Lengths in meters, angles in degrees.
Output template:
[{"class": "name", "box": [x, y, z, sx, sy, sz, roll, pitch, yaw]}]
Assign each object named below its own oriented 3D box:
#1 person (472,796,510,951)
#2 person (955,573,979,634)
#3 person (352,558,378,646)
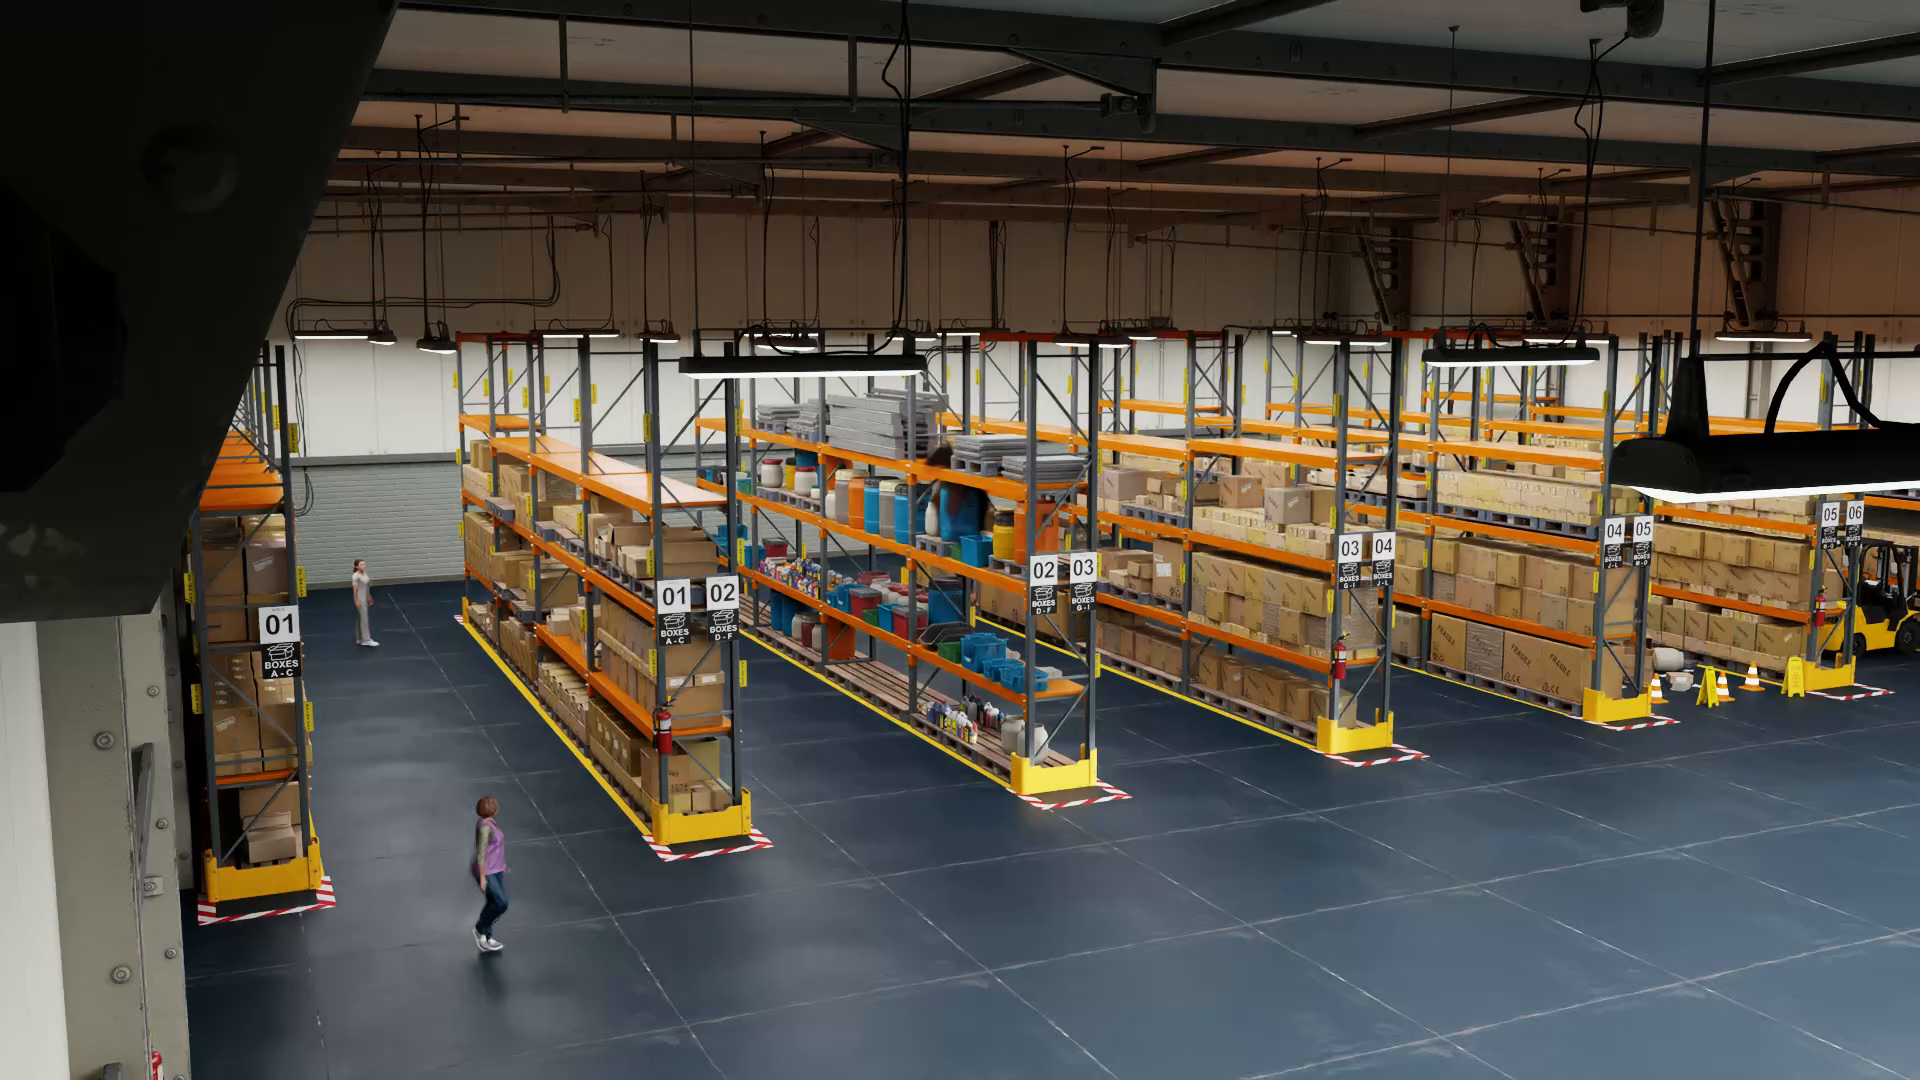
[{"class": "person", "box": [-4.654, 3.314, 16.552, 0.436, 1.592, 0.497, 2, 8, 13]}, {"class": "person", "box": [0.127, 1.074, 32.642, 0.363, 1.726, 0.553, -7, 11, -43]}, {"class": "person", "box": [-11.490, 1.186, 32.140, 0.452, 1.676, 0.495, -1, 8, -8]}]
